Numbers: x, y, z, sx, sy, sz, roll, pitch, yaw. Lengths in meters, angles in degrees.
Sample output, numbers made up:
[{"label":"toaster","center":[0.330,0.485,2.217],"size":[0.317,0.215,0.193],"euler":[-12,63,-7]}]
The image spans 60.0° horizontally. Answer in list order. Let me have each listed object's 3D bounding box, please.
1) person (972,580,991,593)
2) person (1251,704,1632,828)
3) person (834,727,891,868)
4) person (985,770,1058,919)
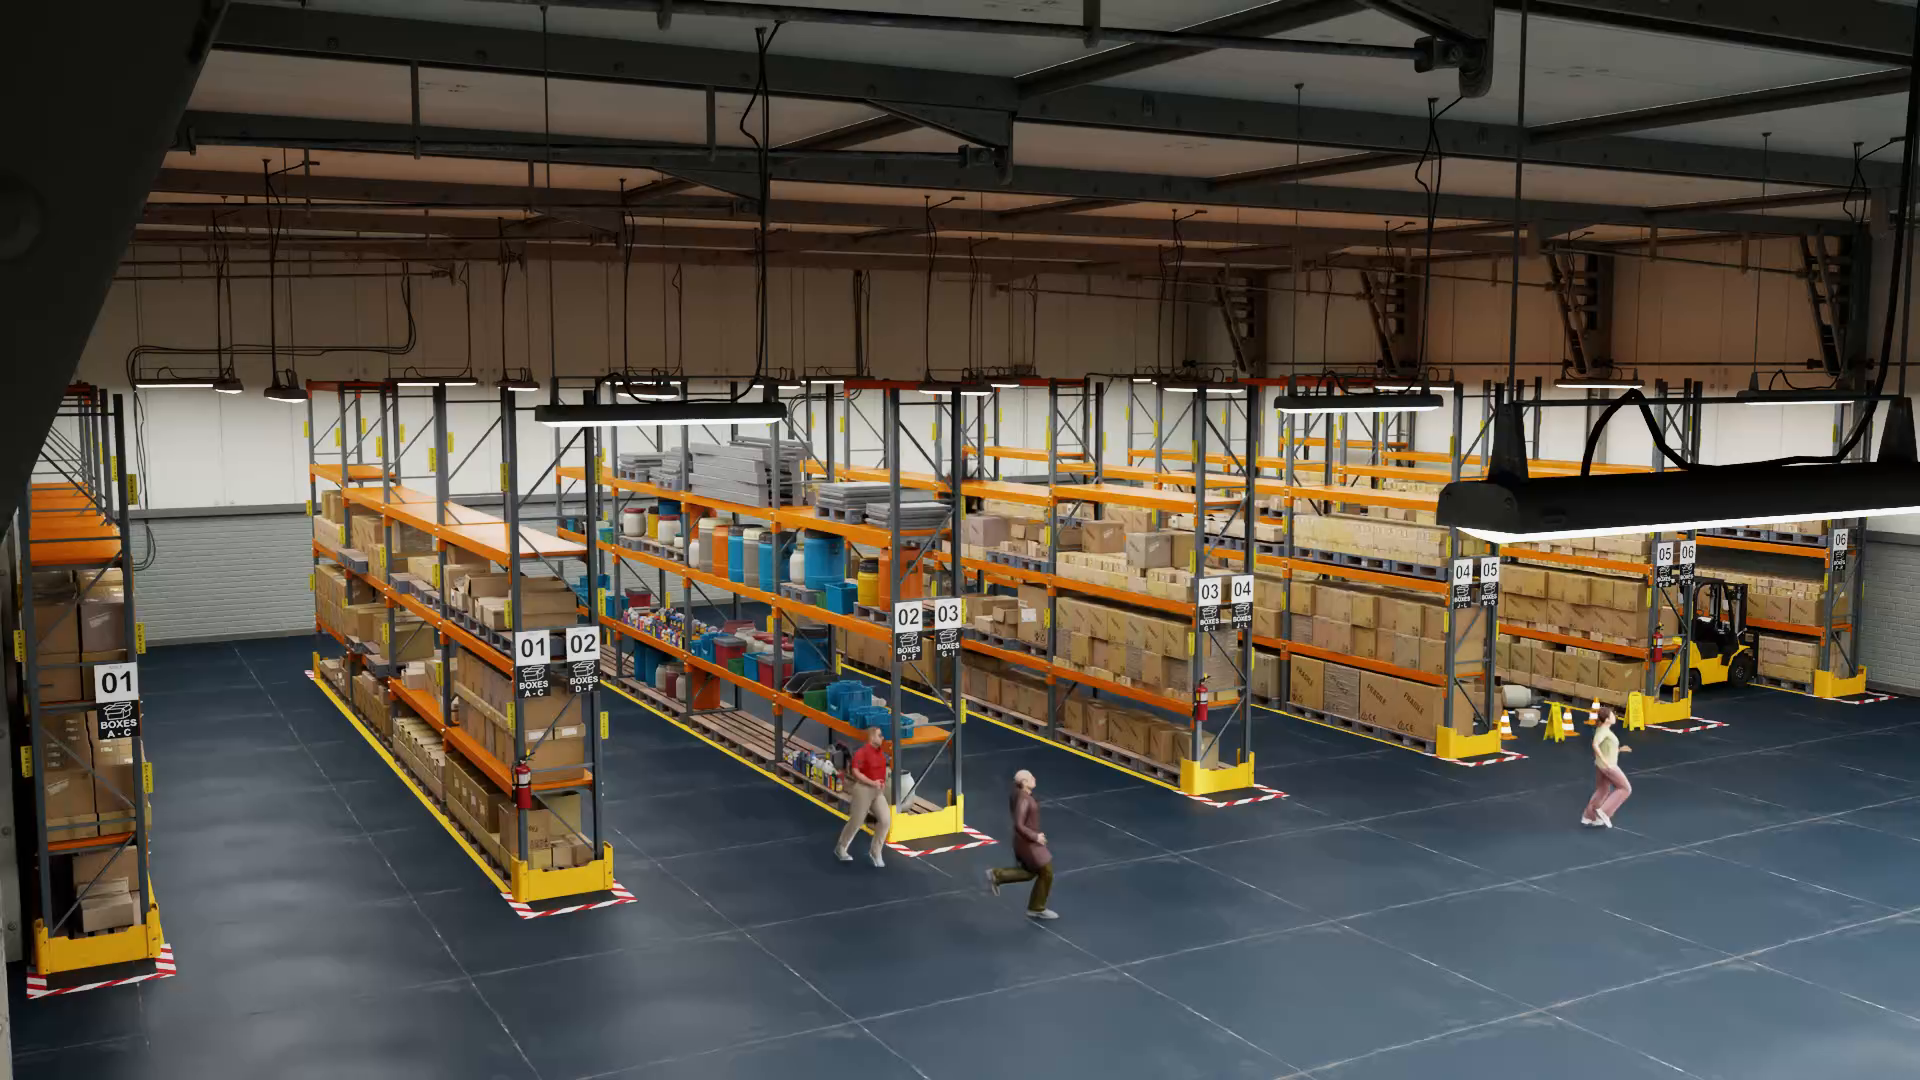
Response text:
[{"label":"person","center":[0.622,1.004,42.422],"size":[0.506,1.676,0.941],"euler":[2,6,16]},{"label":"person","center":[6.372,2.514,28.204],"size":[6.675,1.666,11.169],"euler":[1,6,6]},{"label":"person","center":[-1.165,3.253,21.133],"size":[0.693,1.782,0.747],"euler":[4,7,33]},{"label":"person","center":[0.711,3.474,18.980],"size":[0.820,1.734,0.722],"euler":[-1,6,-7]}]
